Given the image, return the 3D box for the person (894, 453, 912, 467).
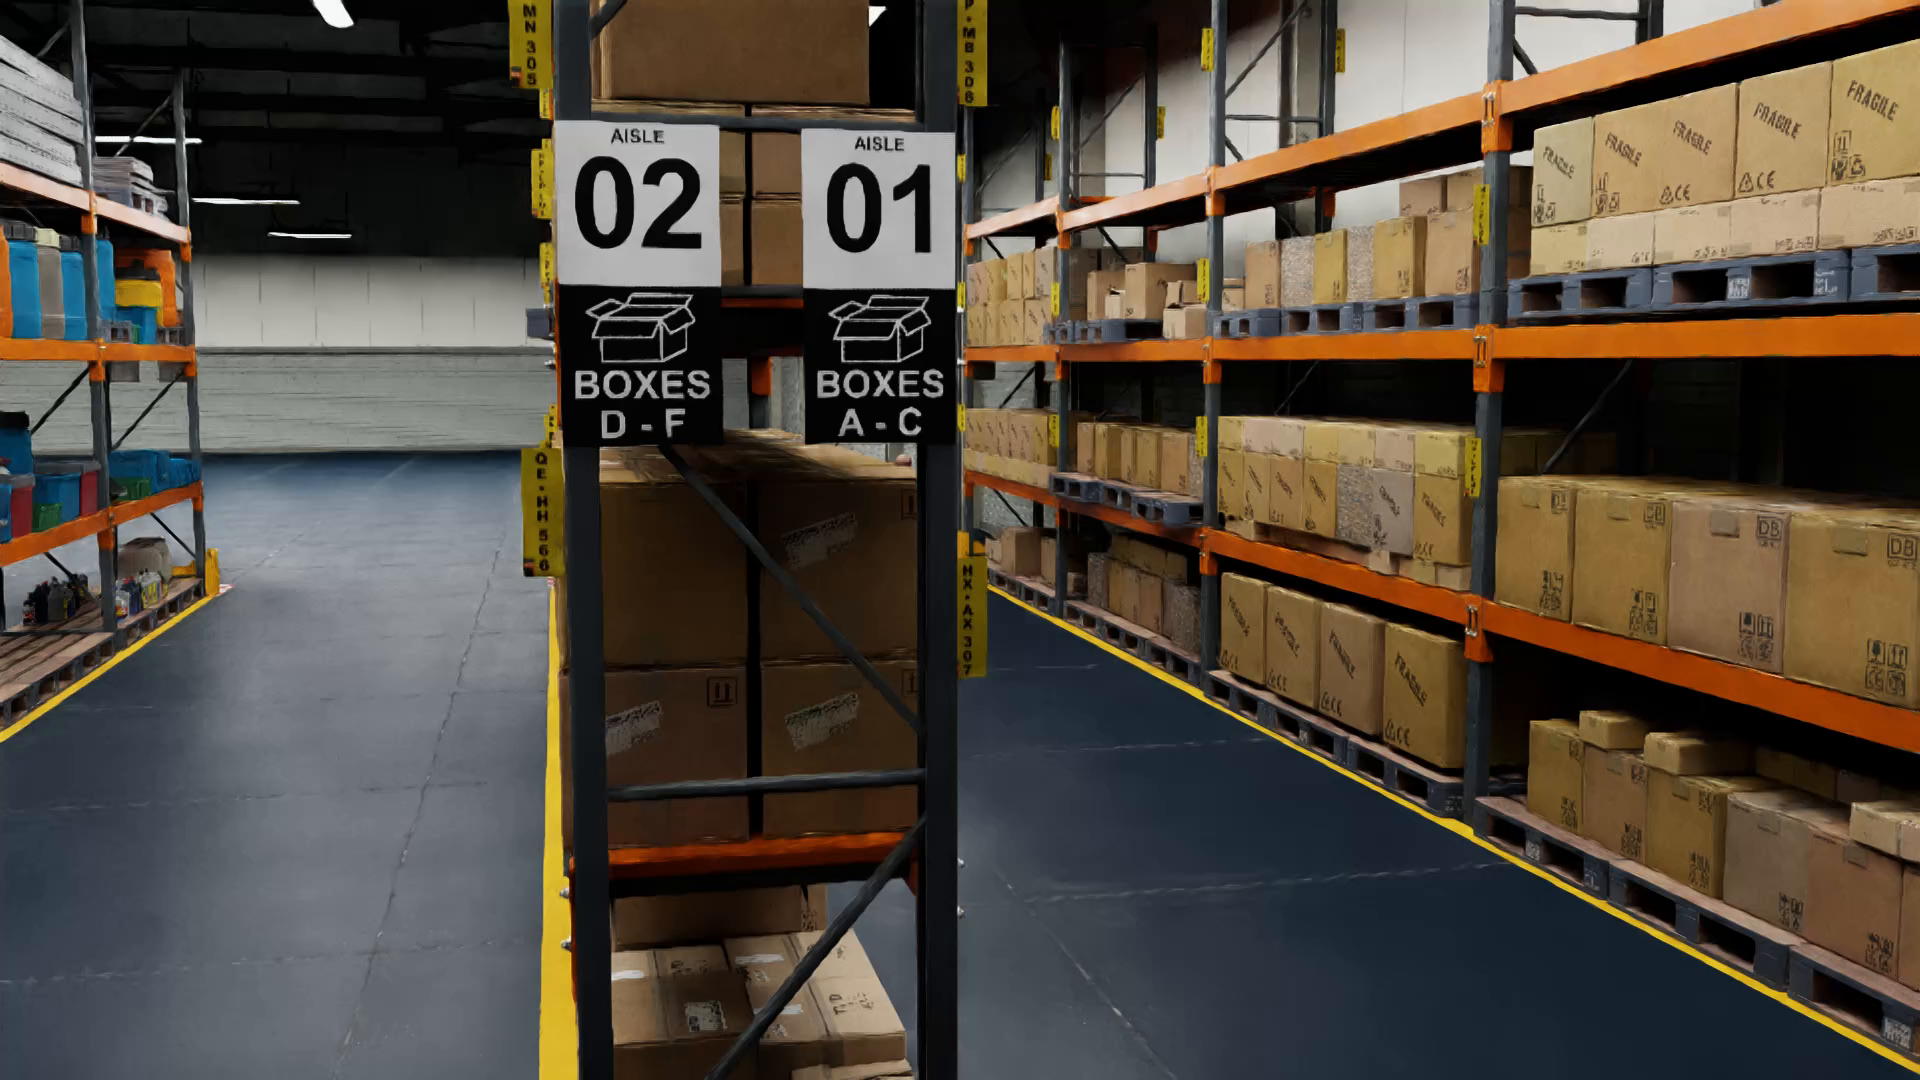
[{"bbox_3d":[-0.617,-0.055,17.247,0.772,1.692,0.491,-2,7,-22],"label":"person"}]
